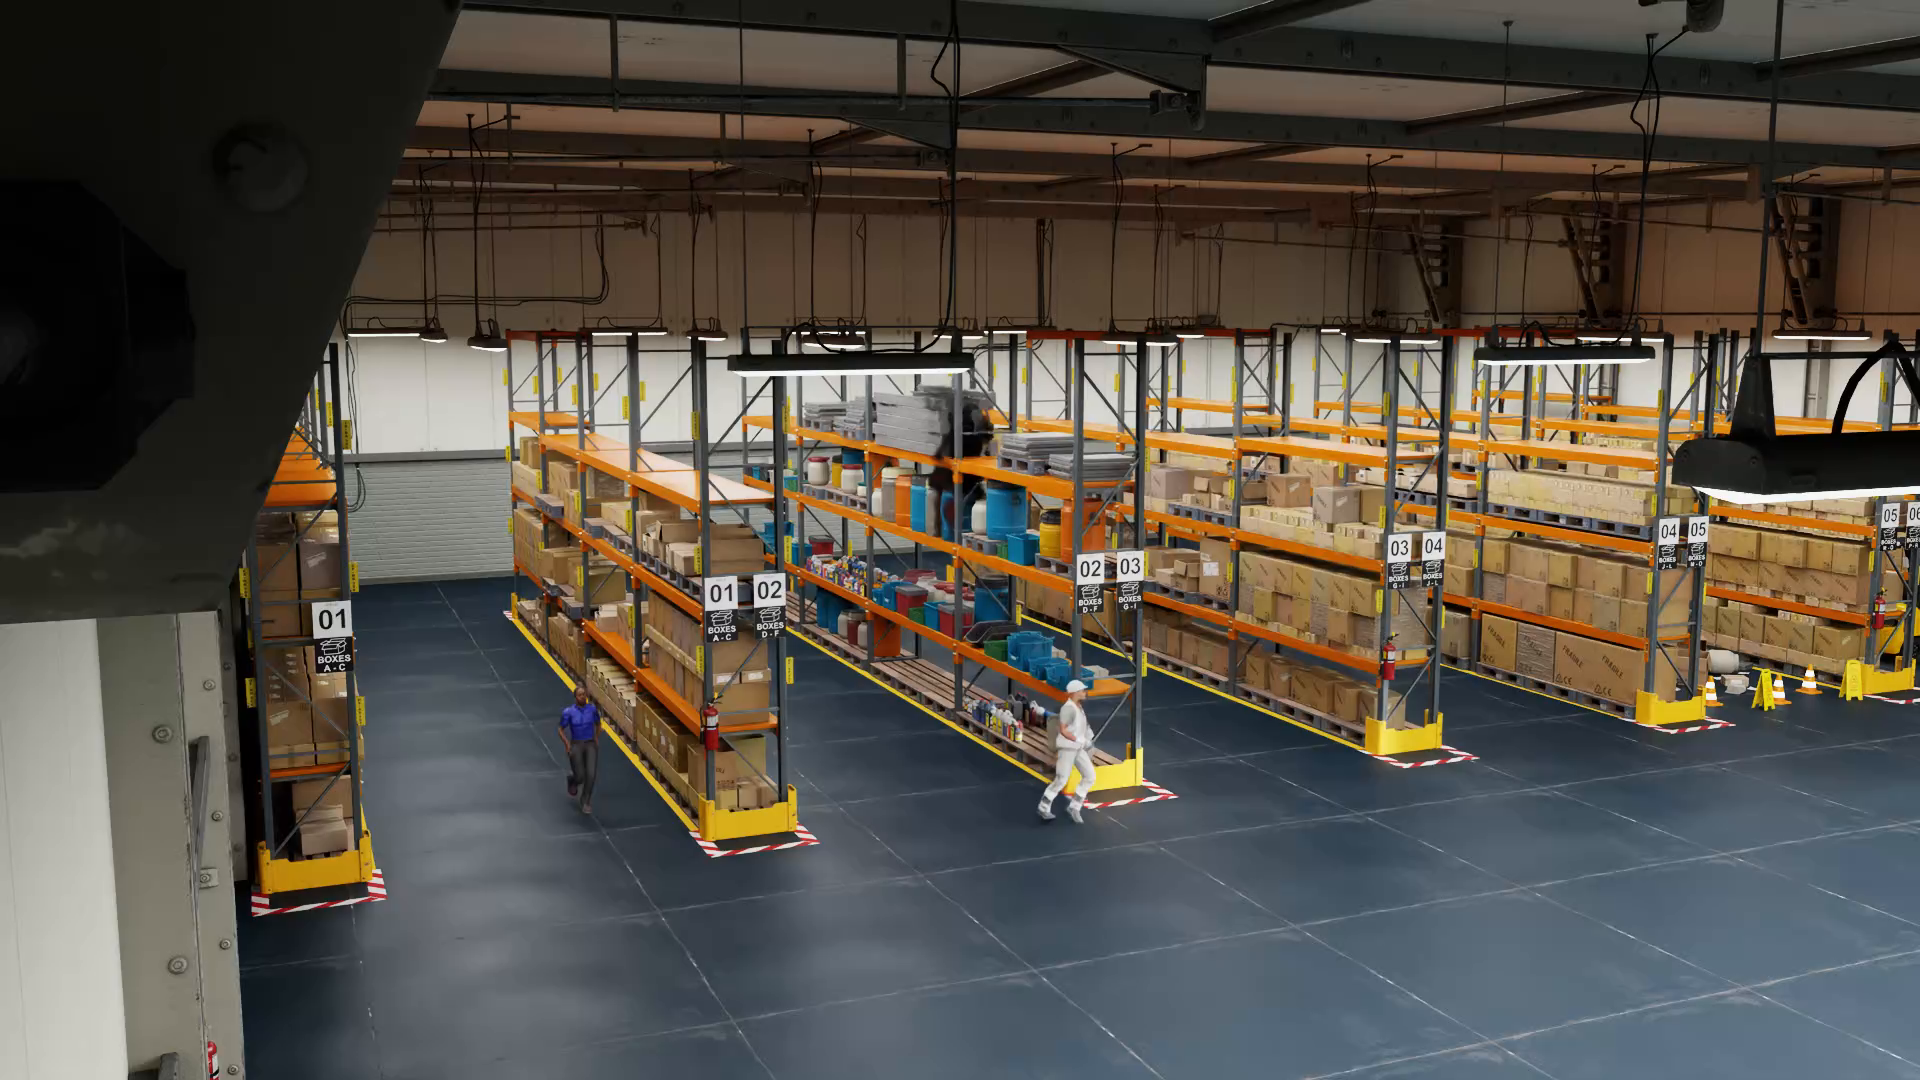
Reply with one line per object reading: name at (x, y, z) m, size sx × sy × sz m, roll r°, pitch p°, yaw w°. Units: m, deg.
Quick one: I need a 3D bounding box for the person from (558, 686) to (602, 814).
person at (-4.846, 2.657, 21.297) m, size 0.575 × 1.615 × 0.589 m, roll -4°, pitch 9°, yaw -28°

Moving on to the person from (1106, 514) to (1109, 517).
person at (3.353, 0.165, 39.606) m, size 0.681 × 1.602 × 0.533 m, roll 0°, pitch 8°, yaw -1°

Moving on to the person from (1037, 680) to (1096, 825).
person at (1.390, 2.648, 20.887) m, size 0.682 × 1.785 × 0.766 m, roll 4°, pitch 9°, yaw 25°

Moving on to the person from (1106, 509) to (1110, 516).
person at (3.475, -0.024, 40.719) m, size 0.635 × 1.629 × 0.875 m, roll 6°, pitch 10°, yaw 39°
